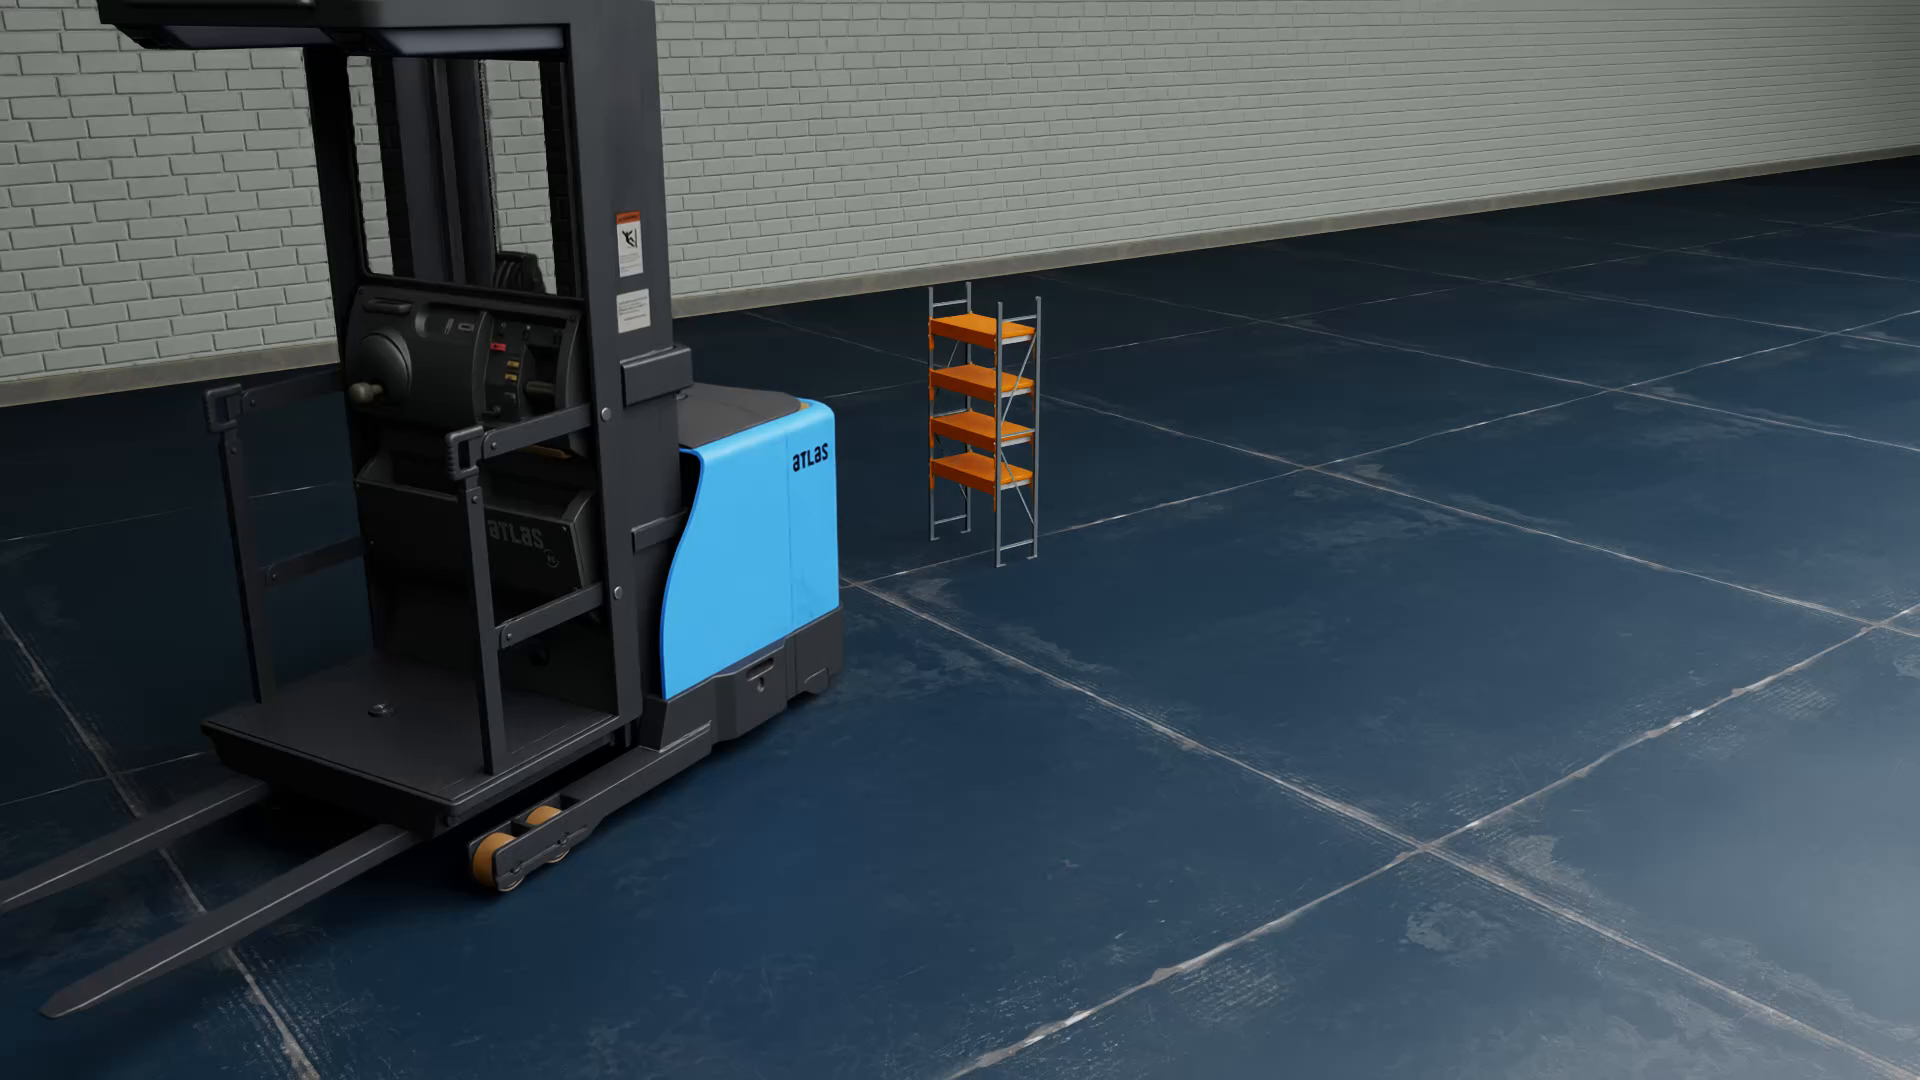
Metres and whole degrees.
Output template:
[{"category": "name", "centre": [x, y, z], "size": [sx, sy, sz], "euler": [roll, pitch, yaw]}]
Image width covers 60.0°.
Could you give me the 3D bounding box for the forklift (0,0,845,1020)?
[{"category": "forklift", "centre": [-1.611, -0.542, 4.835], "size": [1.130, 2.935, 3.031], "euler": [10, 21, 29]}]

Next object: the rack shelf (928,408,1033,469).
[{"category": "rack shelf", "centre": [0.103, -0.465, 7.572], "size": [0.258, 0.148, 0.480], "euler": [-14, 23, -36]}]

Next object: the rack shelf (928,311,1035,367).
[{"category": "rack shelf", "centre": [0.103, -0.902, 7.427], "size": [0.258, 0.148, 0.480], "euler": [-14, 23, -36]}]

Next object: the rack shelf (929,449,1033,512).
[{"category": "rack shelf", "centre": [0.103, -0.276, 7.634], "size": [0.258, 0.148, 0.480], "euler": [-14, 23, -36]}]

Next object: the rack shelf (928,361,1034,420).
[{"category": "rack shelf", "centre": [0.103, -0.677, 7.502], "size": [0.258, 0.148, 0.480], "euler": [-14, 23, -36]}]

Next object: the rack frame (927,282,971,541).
[{"category": "rack frame", "centre": [-0.049, -0.589, 7.732], "size": [0.240, 1.200, 0.015], "euler": [-14, 23, -36]}]

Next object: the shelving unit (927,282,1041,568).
[{"category": "shelving unit", "centre": [0.103, -0.529, 7.551], "size": [0.258, 1.200, 0.503], "euler": [-14, 23, -36]}]

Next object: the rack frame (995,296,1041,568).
[{"category": "rack frame", "centre": [0.254, -0.469, 7.369], "size": [0.240, 1.200, 0.015], "euler": [-14, 23, -36]}]
